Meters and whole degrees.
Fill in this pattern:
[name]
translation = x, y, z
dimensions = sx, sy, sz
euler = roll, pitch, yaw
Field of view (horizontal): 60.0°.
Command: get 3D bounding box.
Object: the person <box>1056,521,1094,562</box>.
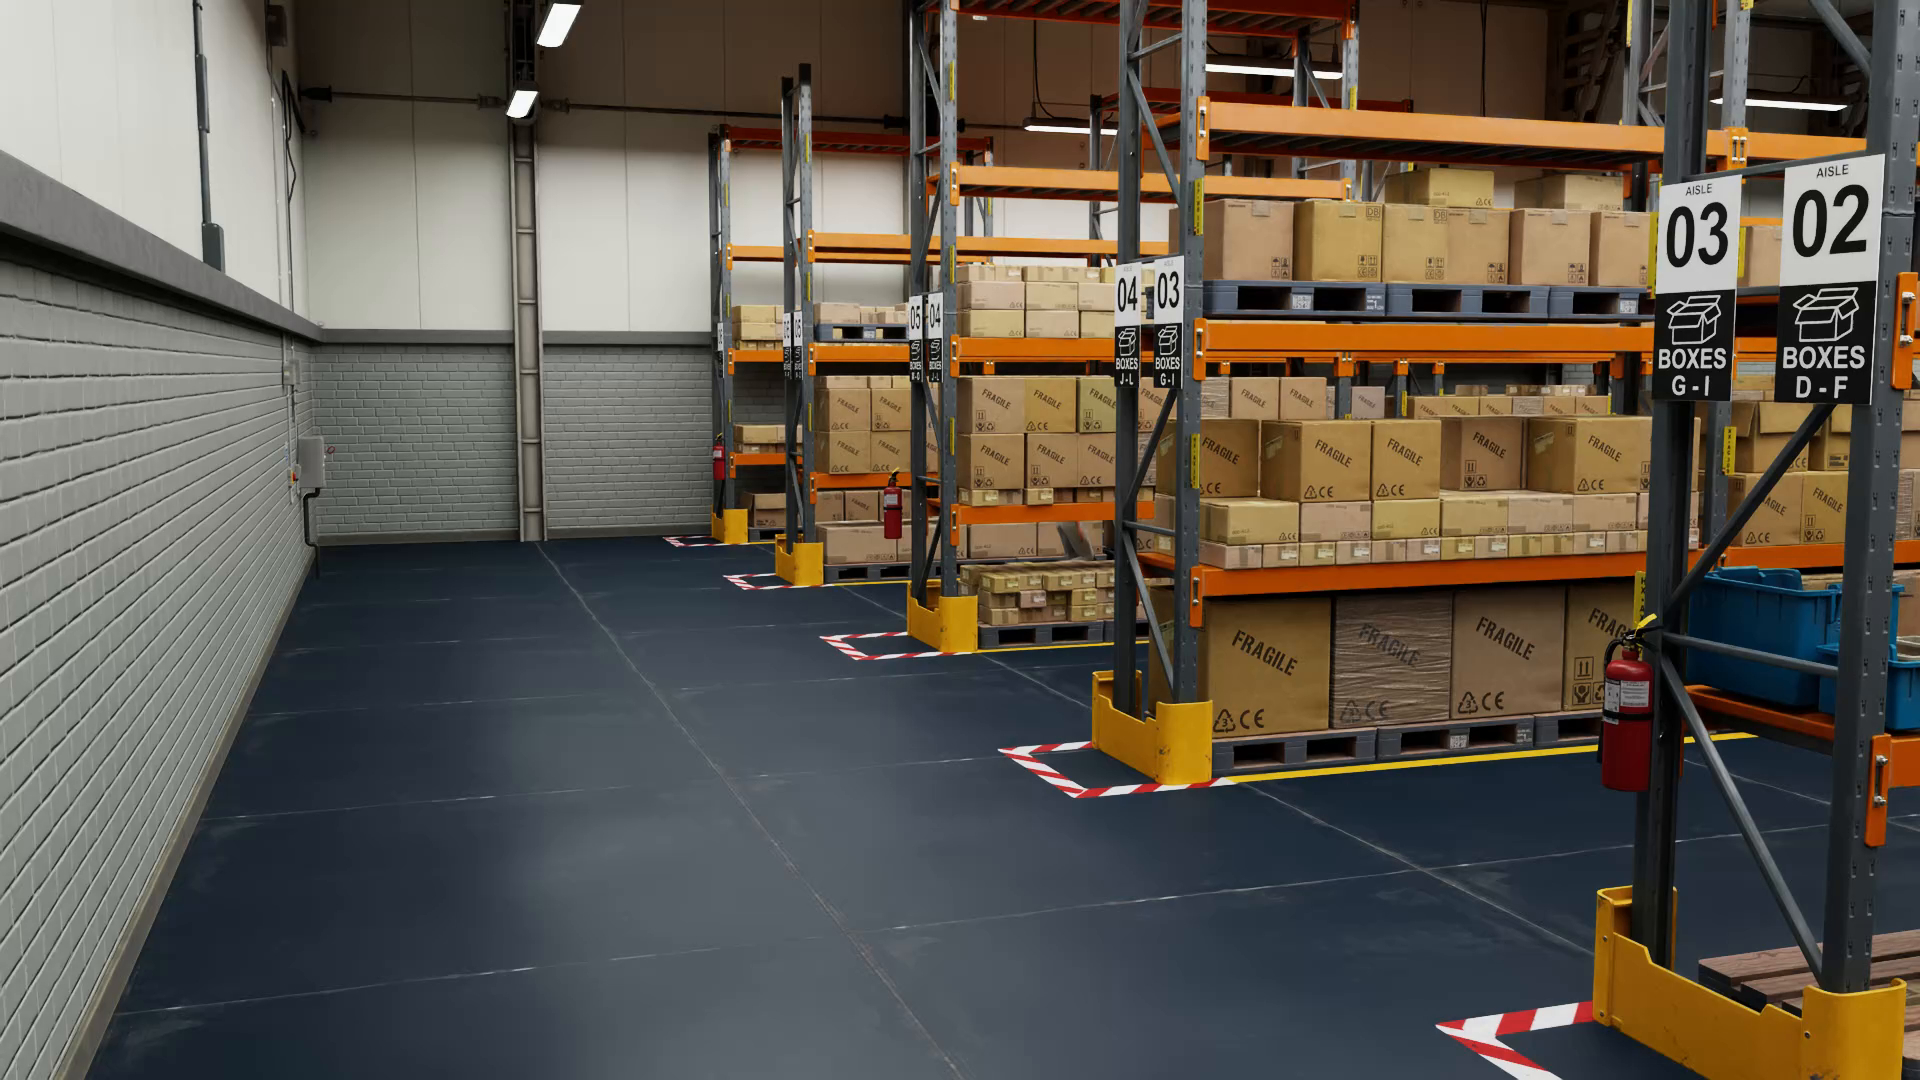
[person]
translation = 1.192, -0.129, 17.569
dimensions = 0.639, 1.662, 0.485
euler = -2, 6, -16
